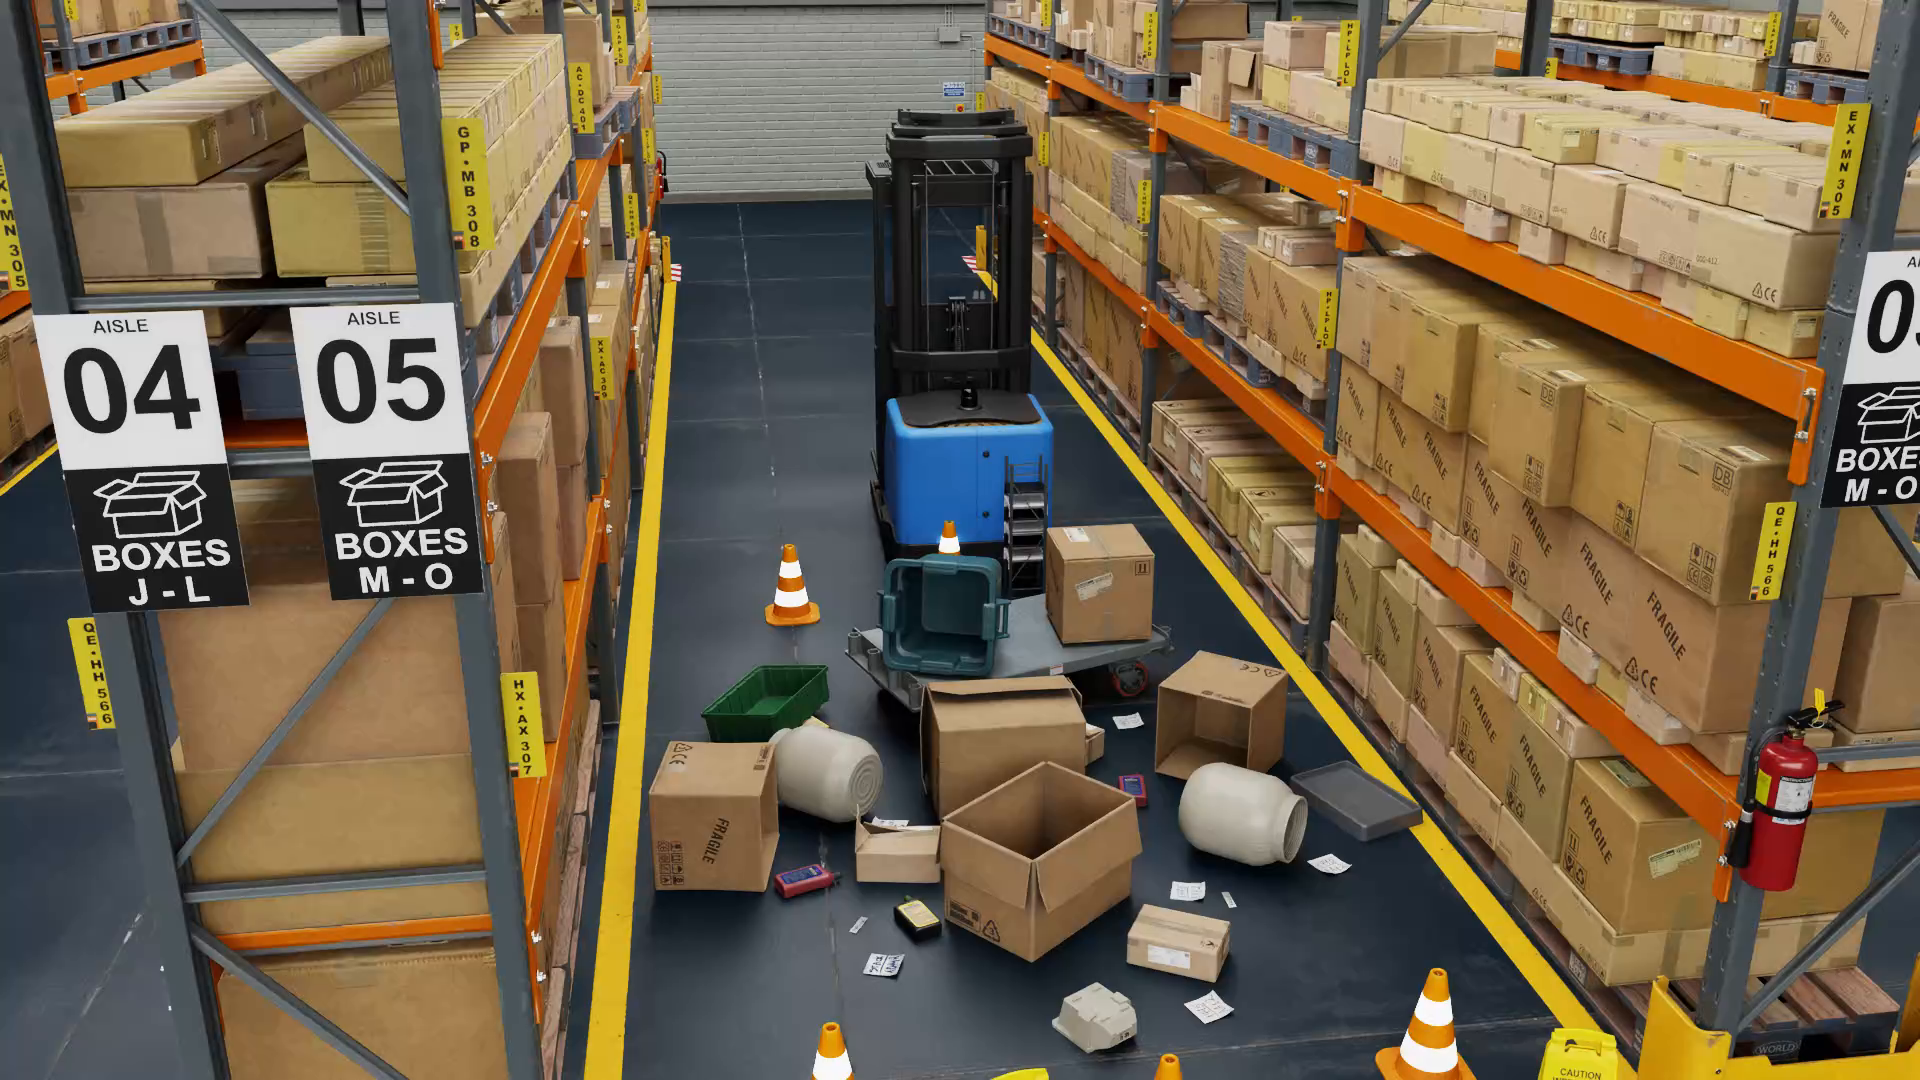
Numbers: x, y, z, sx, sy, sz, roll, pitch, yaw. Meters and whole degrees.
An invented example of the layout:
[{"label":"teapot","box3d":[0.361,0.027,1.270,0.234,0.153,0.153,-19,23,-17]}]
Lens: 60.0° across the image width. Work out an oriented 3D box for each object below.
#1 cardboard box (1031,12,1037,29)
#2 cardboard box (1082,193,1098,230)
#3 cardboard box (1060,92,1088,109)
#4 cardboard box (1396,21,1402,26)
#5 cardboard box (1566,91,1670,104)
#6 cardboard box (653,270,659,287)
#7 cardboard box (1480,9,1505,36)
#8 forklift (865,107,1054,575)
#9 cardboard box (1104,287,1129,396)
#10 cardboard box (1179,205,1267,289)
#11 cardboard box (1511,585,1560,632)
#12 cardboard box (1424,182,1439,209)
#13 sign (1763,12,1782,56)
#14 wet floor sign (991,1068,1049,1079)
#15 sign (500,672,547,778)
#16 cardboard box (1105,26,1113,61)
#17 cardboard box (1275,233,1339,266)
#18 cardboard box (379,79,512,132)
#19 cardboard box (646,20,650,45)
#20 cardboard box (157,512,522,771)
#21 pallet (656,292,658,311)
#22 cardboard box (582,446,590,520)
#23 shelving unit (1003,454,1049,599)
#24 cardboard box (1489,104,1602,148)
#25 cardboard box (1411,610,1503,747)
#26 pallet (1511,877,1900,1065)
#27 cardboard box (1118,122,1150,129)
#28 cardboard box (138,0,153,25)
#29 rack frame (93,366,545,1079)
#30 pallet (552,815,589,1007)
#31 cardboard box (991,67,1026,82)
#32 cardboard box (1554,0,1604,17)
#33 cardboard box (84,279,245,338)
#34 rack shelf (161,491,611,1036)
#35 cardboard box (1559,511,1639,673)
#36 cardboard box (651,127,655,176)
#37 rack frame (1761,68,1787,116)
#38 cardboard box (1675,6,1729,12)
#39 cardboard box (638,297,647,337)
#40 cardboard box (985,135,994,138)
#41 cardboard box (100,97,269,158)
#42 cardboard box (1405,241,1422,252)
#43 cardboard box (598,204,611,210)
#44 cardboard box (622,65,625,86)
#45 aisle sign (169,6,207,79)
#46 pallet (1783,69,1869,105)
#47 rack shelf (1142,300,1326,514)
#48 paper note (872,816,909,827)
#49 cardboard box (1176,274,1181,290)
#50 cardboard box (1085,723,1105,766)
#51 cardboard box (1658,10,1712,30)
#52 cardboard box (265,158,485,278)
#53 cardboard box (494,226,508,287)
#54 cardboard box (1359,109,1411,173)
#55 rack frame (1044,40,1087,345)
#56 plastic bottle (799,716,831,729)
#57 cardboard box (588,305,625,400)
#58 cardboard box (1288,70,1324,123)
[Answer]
[{"label":"cardboard box","box3d":[0.929,-5.276,16.885,0.380,0.149,0.250,-2,21,-6]},{"label":"cardboard box","box3d":[1.385,-2.916,14.736,0.500,0.250,0.500,-4,21,-9]},{"label":"cardboard box","box3d":[1.086,-4.455,16.859,0.380,0.149,0.250,-2,21,-6]},{"label":"cardboard box","box3d":[5.527,-6.251,20.237,0.380,0.149,0.250,-2,21,-7]},{"label":"cardboard box","box3d":[3.021,-1.977,7.655,0.380,0.149,0.250,-2,21,-6]},{"label":"cardboard box","box3d":[-3.476,-2.839,18.080,0.380,0.149,0.250,-3,21,-7]},{"label":"cardboard box","box3d":[5.885,-5.509,17.680,0.500,0.250,0.500,-4,21,-10]},{"label":"forklift","box3d":[-0.078,-1.592,11.789,1.130,2.935,3.031,-3,21,-7]},{"label":"cardboard box","box3d":[1.811,-1.818,14.732,0.875,0.875,0.875,-3,21,-7]},{"label":"cardboard box","box3d":[1.871,-2.099,11.881,0.500,0.500,0.500,-2,21,-5]},{"label":"cardboard box","box3d":[2.587,0.266,7.077,0.380,0.149,0.250,-3,21,-8]},{"label":"cardboard box","box3d":[2.459,-1.672,7.979,0.380,0.149,0.250,-3,21,-8]},{"label":"sign","box3d":[6.327,-3.936,12.942,0.100,0.325,0.005,-3,21,-8]},{"label":"wet floor sign","box3d":[0.186,2.004,5.429,0.267,0.644,0.232,-7,21,-17]},{"label":"sign","box3d":[-1.228,0.522,4.681,0.100,0.325,0.005,-3,21,-8]},{"label":"cardboard box","box3d":[1.408,-4.062,13.610,0.396,0.266,0.258,-3,21,-9]},{"label":"cardboard box","box3d":[2.127,-1.752,10.025,0.380,0.149,0.250,-4,21,-9]},{"label":"cardboard box","box3d":[-1.657,-1.398,5.360,0.380,0.149,0.250,-3,21,-9]},{"label":"cardboard box","box3d":[-3.676,-5.564,18.252,0.500,0.250,0.500,-3,21,-8]},{"label":"cardboard box","box3d":[-1.793,0.284,4.911,0.875,0.550,0.550,-3,21,-8]},{"label":"pallet","box3d":[-3.819,-2.512,18.140,1.003,0.211,1.213,-3,21,-8]},{"label":"cardboard box","box3d":[-2.289,-0.337,8.118,0.875,0.550,0.550,-3,21,-8]},{"label":"shelving unit","box3d":[0.420,-0.085,10.657,0.258,0.900,0.210,-3,21,-7]},{"label":"cardboard box","box3d":[2.494,-1.766,7.090,0.380,0.149,0.250,-3,21,-9]},{"label":"cardboard box","box3d":[2.509,0.643,7.964,0.500,0.500,0.500,-2,21,-5]},{"label":"pallet","box3d":[3.013,1.703,6.855,1.003,0.211,1.213,-3,21,-8]},{"label":"cardboard box","box3d":[1.771,-3.643,15.612,0.500,0.500,0.500,-3,21,-7]},{"label":"cardboard box","box3d":[-8.917,-5.651,17.387,0.700,0.500,0.500,-4,21,-10]},{"label":"rack frame","box3d":[-1.778,0.991,4.777,1.000,3.000,0.127,-3,21,-8]},{"label":"pallet","box3d":[-2.143,1.603,7.124,1.003,0.211,1.213,-3,21,-8]},{"label":"cardboard box","box3d":[0.577,-5.516,19.699,0.380,0.149,0.250,-2,21,-7]},{"label":"cardboard box","box3d":[6.005,-5.157,16.139,0.380,0.149,0.250,-3,21,-7]},{"label":"cardboard box","box3d":[-2.161,-0.638,4.467,0.380,0.149,0.250,-3,21,-8]},{"label":"rack shelf","box3d":[-2.066,0.635,6.757,1.077,0.370,4.000,-3,21,-8]},{"label":"cardboard box","box3d":[2.687,0.172,6.400,0.500,0.500,0.500,-3,21,-8]},{"label":"cardboard box","box3d":[-3.613,-4.239,18.211,0.500,0.500,0.500,-3,21,-8]},{"label":"rack frame","box3d":[6.864,-2.316,13.629,1.000,3.000,0.127,-3,21,-8]},{"label":"cardboard box","box3d":[6.694,-4.741,15.025,0.380,0.149,0.250,-2,21,-6]},{"label":"cardboard box","box3d":[-2.999,-1.935,14.511,0.500,0.250,0.500,-4,21,-10]},{"label":"cardboard box","box3d":[0.585,-4.700,19.870,0.500,0.500,0.500,-3,21,-8]},{"label":"cardboard box","box3d":[-2.234,-1.189,4.801,0.380,0.149,0.250,-3,21,-7]},{"label":"cardboard box","box3d":[5.790,-3.597,20.031,0.700,0.500,0.500,-2,21,-6]},{"label":"cardboard box","box3d":[-2.916,-2.577,13.236,0.380,0.149,0.250,-4,21,-10]},{"label":"cardboard box","box3d":[-2.829,-3.615,12.678,0.500,0.500,0.500,-3,21,-8]},{"label":"aisle sign","box3d":[-8.720,-5.592,18.685,0.394,0.787,0.004,-3,21,-8]},{"label":"pallet","box3d":[7.050,-3.402,12.520,1.213,0.211,1.003,-2,21,-5]},{"label":"rack shelf","box3d":[2.241,-1.034,11.227,1.077,0.370,4.000,-3,21,-8]},{"label":"paper note","box3d":[-0.348,1.378,7.994,0.172,0.023,0.155,4,21,11]},{"label":"cardboard box","box3d":[1.823,-1.921,12.332,0.380,0.149,0.250,-4,21,-11]},{"label":"cardboard box","box3d":[0.523,0.992,8.680,0.396,0.266,0.258,17,27,39]},{"label":"cardboard box","box3d":[6.335,-4.530,14.490,0.380,0.149,0.250,-3,21,-8]},{"label":"cardboard box","box3d":[-1.593,-0.907,4.617,0.500,0.250,0.500,-3,21,-8]},{"label":"cardboard box","box3d":[-1.583,-0.850,5.034,0.380,0.149,0.250,-3,21,-8]},{"label":"cardboard box","box3d":[2.322,-1.987,8.251,0.500,0.250,0.500,-3,21,-9]},{"label":"rack frame","box3d":[1.376,-3.449,16.663,1.000,3.000,0.127,-3,21,-8]},{"label":"plastic bottle","box3d":[-0.821,1.002,8.947,0.133,0.061,0.283,-15,25,-35]},{"label":"cardboard box","box3d":[-2.380,-1.161,10.393,0.500,0.500,0.500,-3,21,-7]},{"label":"cardboard box","box3d":[2.234,-2.581,9.666,0.500,0.250,0.500,-3,21,-7]}]
